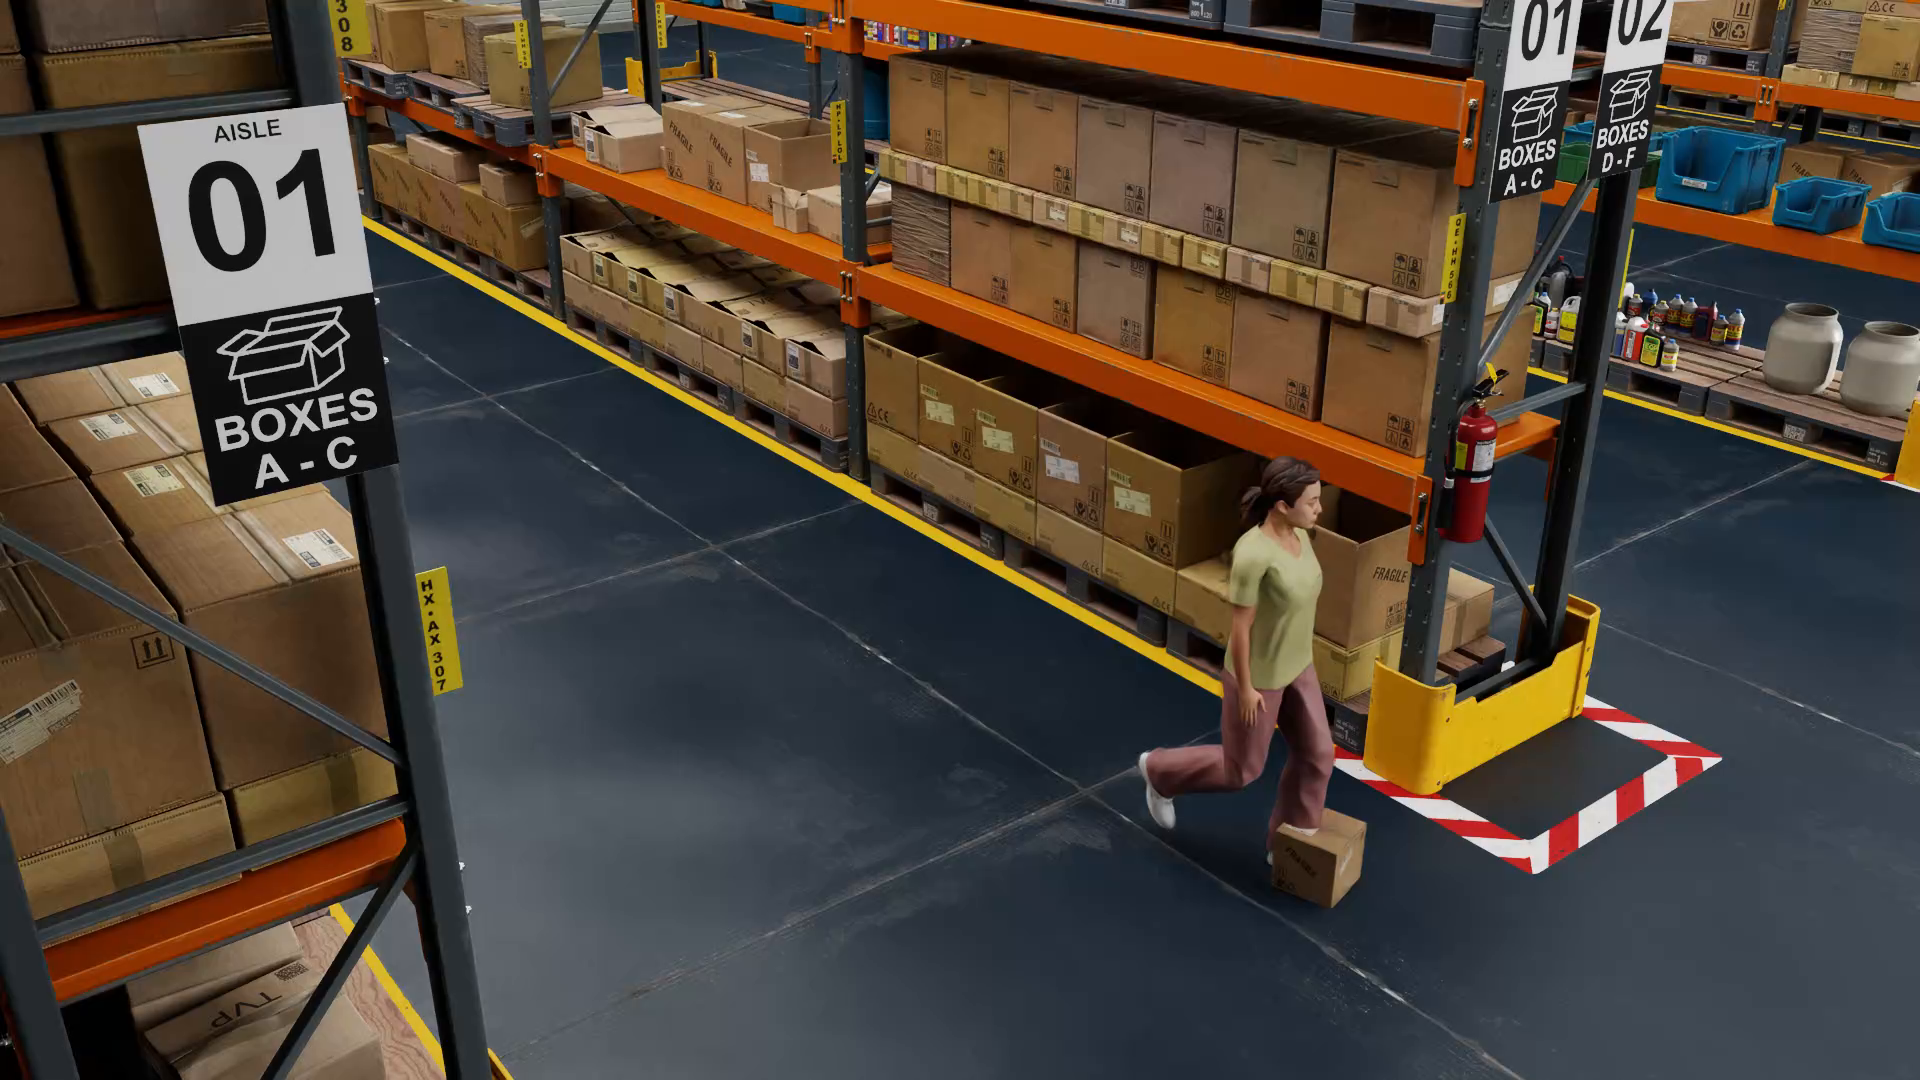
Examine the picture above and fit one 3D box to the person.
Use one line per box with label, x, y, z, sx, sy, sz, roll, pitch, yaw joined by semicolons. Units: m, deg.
person;1.081;0.449;6.068;0.833;1.638;0.449;22;33;39
